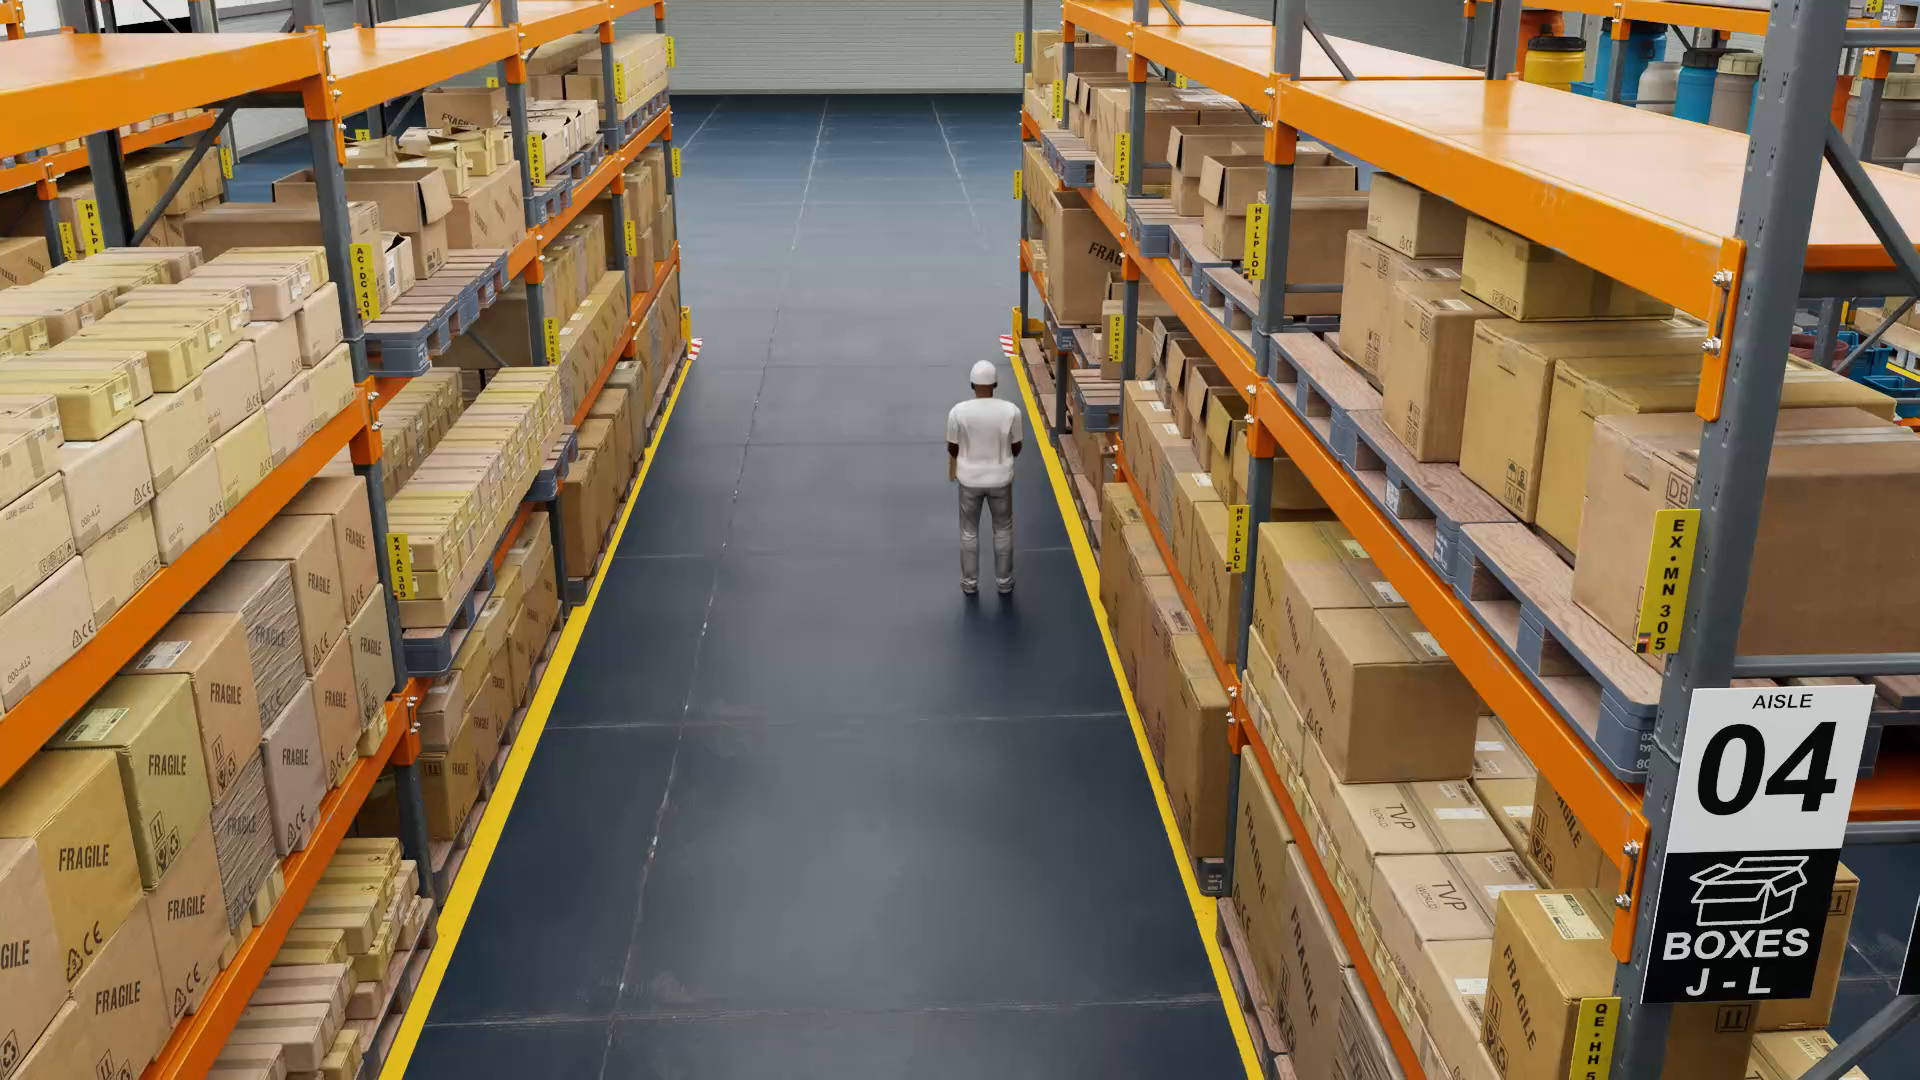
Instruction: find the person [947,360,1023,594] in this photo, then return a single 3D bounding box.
[{"bbox_3d":[0.182,-0.479,12.337,0.558,1.769,0.520,0,20,-1],"label":"person"}]
